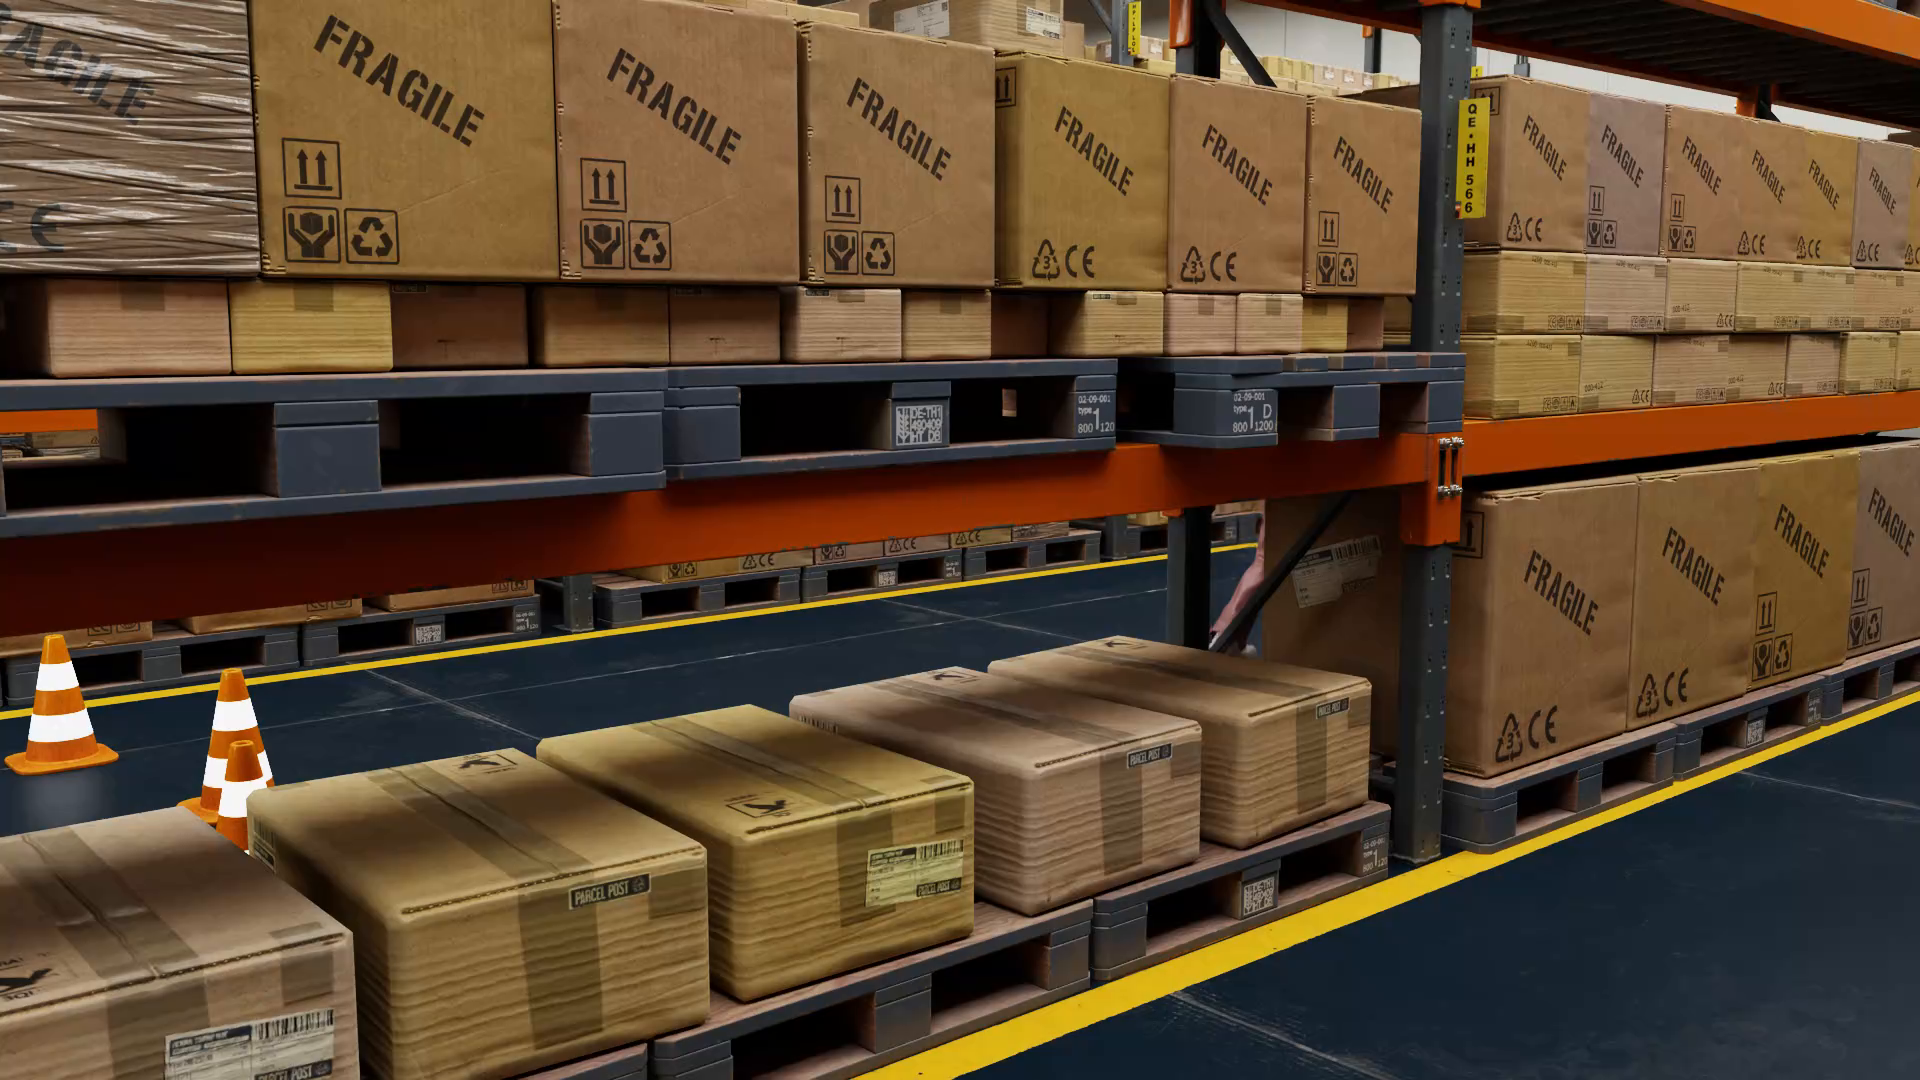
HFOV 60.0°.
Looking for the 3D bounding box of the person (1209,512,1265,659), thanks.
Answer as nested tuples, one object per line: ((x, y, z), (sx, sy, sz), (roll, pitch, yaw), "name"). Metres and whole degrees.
((1.558, -0.197, 7.516), (1.099, 1.581, 0.508), (-7, 10, -41), "person")
